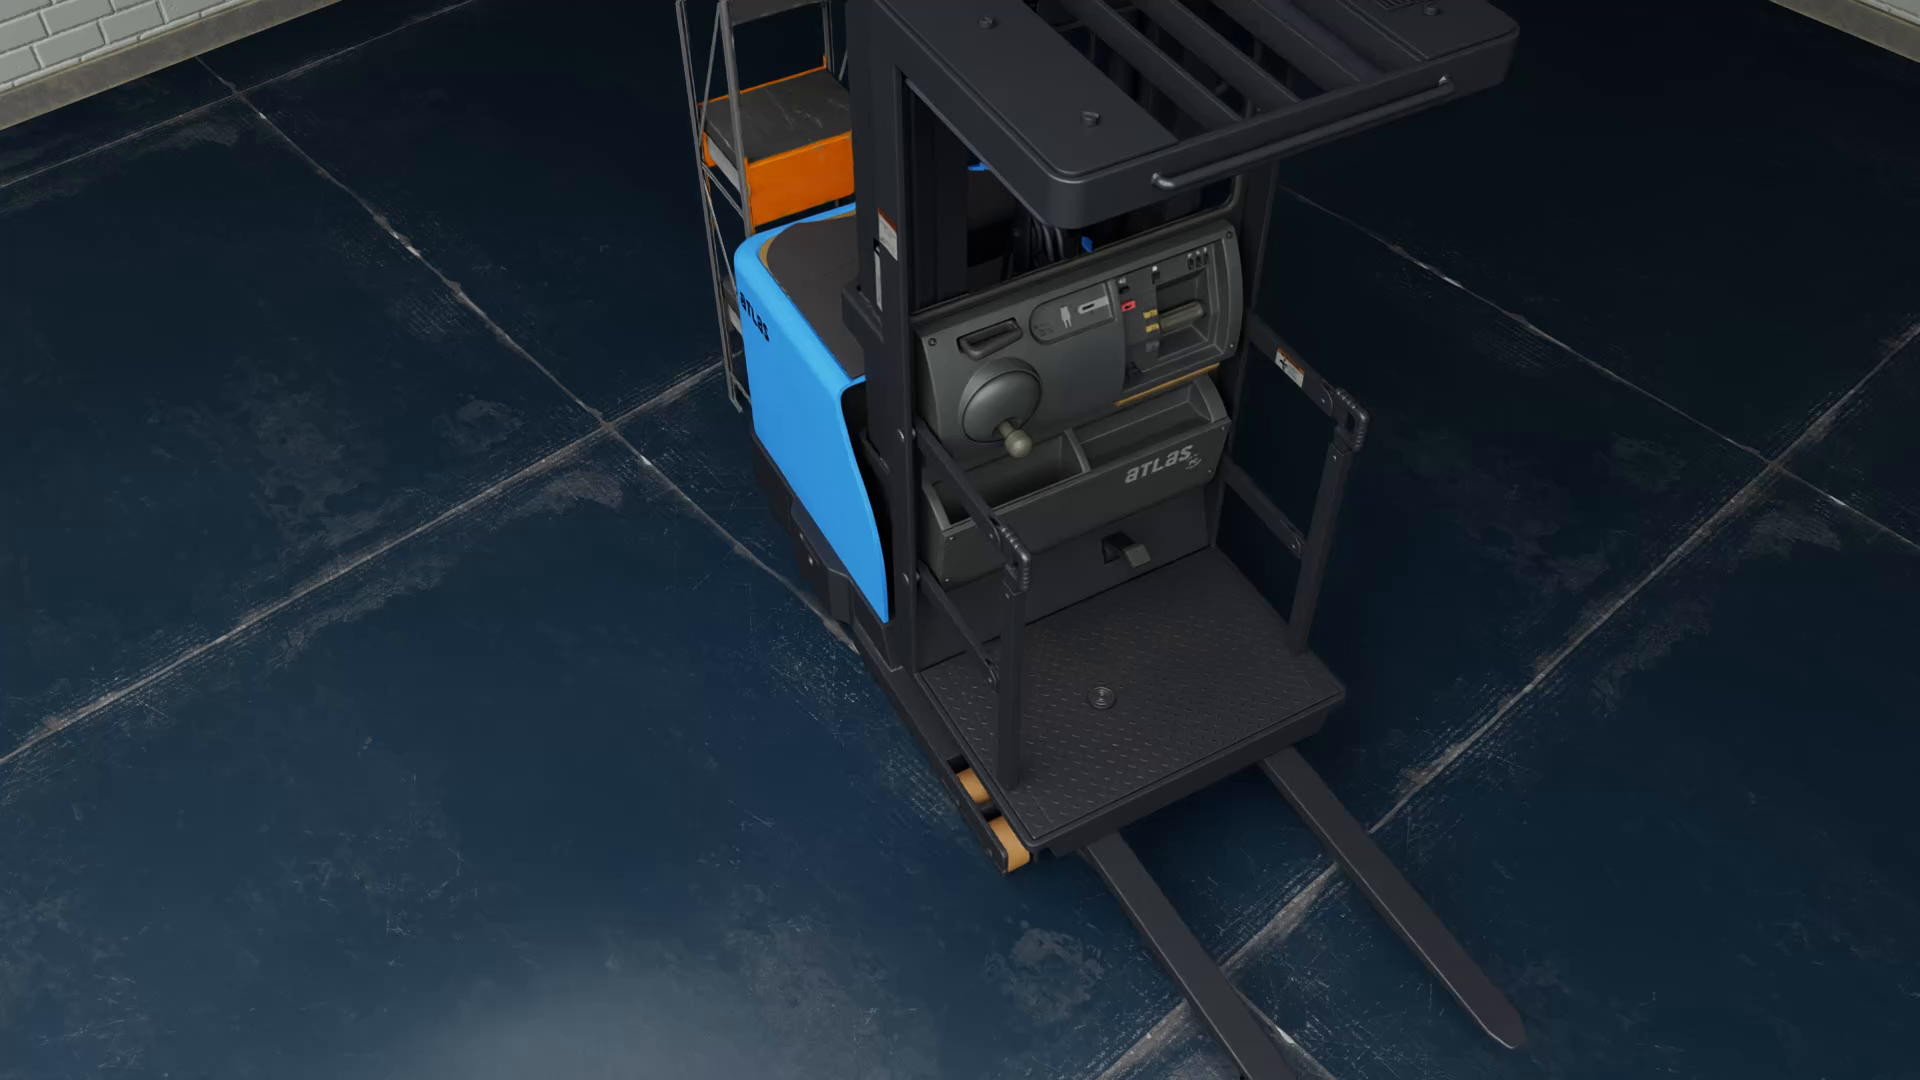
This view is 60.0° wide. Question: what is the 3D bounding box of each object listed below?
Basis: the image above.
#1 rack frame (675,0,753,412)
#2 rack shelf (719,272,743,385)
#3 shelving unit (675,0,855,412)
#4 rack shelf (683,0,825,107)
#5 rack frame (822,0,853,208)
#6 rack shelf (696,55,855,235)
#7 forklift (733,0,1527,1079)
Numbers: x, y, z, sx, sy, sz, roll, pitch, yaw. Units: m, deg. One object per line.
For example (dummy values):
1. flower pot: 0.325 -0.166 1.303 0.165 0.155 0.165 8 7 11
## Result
1. rack frame: -0.760 -1.120 5.355 0.015 2.100 0.400 -23 51 -20
2. rack shelf: -0.549 -0.725 5.961 0.480 0.518 0.431 -23 51 -20
3. shelving unit: -0.549 -1.209 5.437 0.503 2.100 0.431 -23 51 -20
4. rack shelf: -0.549 -1.674 4.932 0.480 0.518 0.431 -23 51 -20
5. rack frame: -0.337 -1.298 5.519 0.015 2.100 0.400 -23 51 -20
6. rack shelf: -0.549 -1.200 5.447 0.480 0.518 0.431 -23 51 -20
7. forklift: 0.434 -0.417 4.140 1.130 2.935 3.031 -22 51 -19
